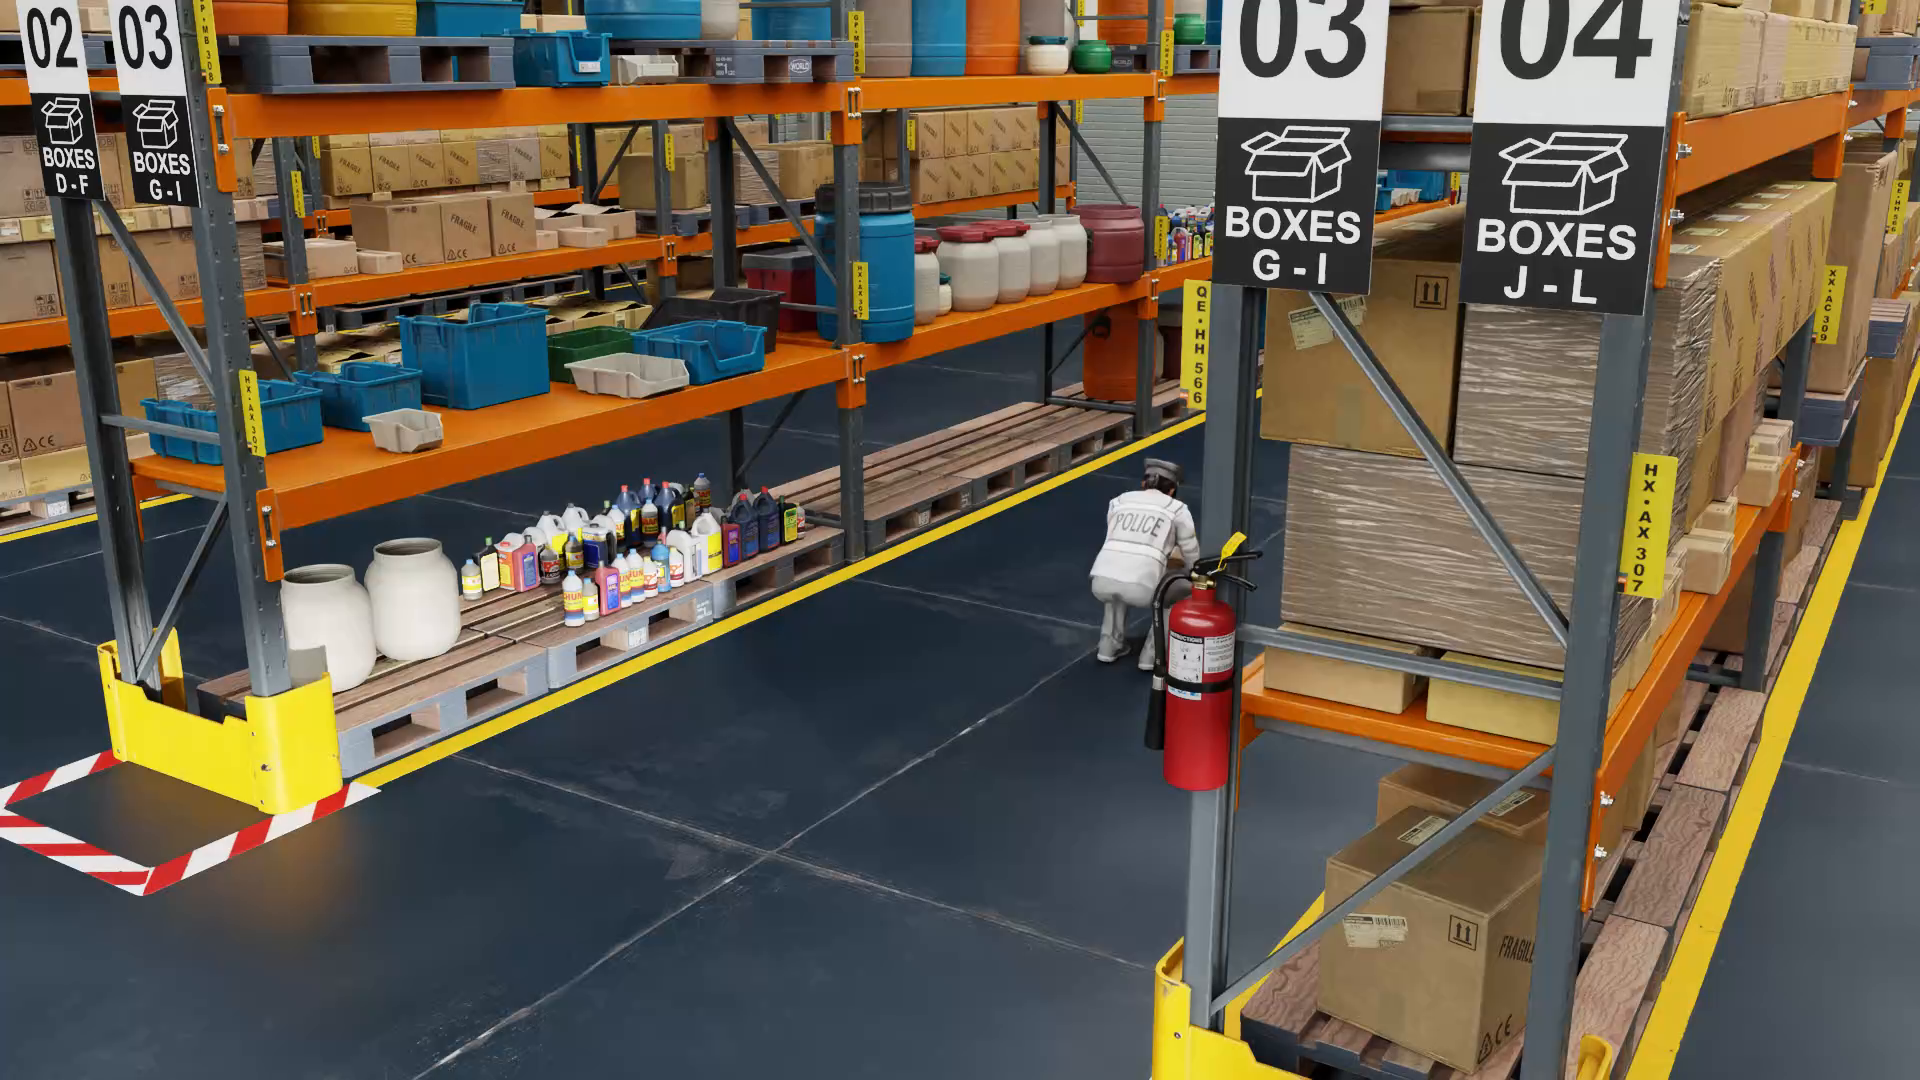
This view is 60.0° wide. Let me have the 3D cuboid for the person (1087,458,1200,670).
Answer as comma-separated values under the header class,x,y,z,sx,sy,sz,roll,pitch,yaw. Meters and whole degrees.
class,x,y,z,sx,sy,sz,roll,pitch,yaw
person,0.931,0.112,8.396,0.492,0.975,0.820,10,19,30
